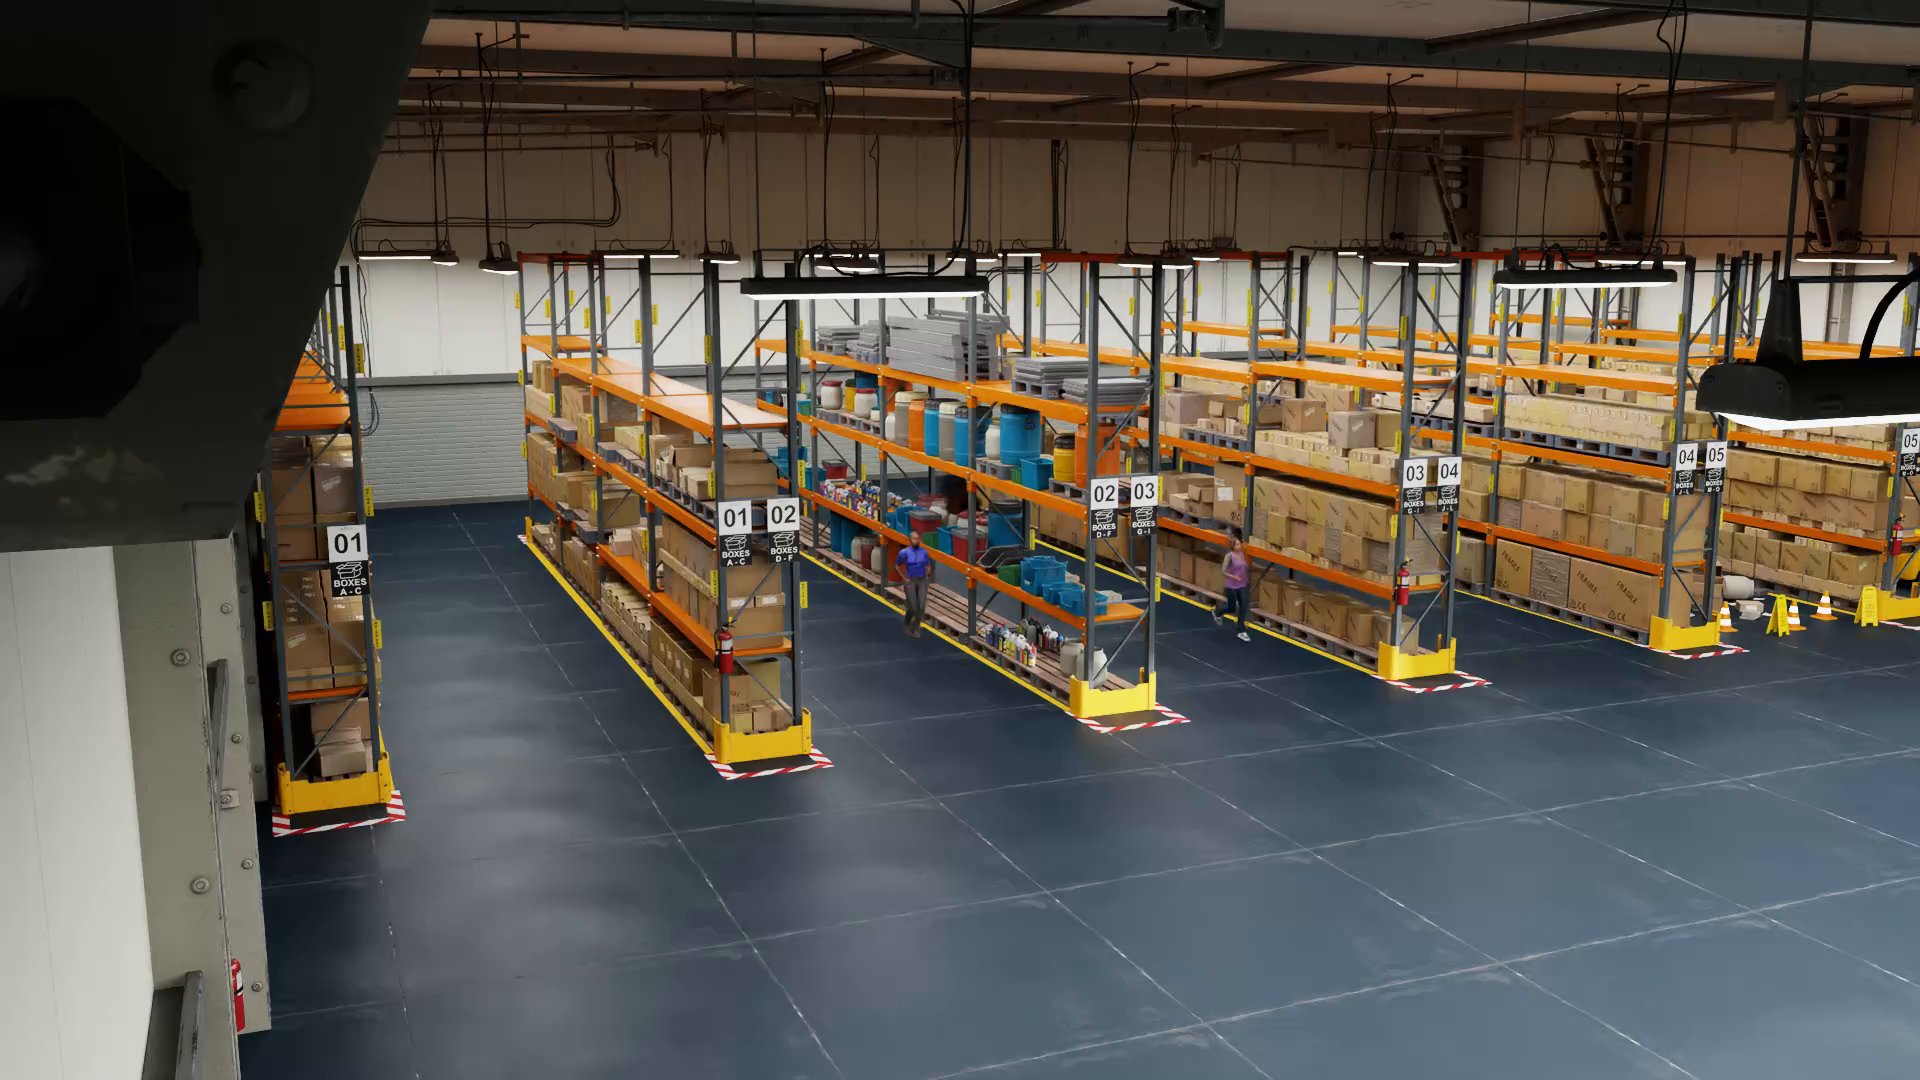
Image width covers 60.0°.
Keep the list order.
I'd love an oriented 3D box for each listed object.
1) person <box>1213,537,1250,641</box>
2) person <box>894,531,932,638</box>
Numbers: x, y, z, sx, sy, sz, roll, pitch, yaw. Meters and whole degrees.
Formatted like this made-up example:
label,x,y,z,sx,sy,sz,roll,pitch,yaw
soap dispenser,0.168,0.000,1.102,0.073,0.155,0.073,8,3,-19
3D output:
label,x,y,z,sx,sy,sz,roll,pitch,yaw
person,4.299,0.741,26.104,0.539,1.586,0.831,-6,12,-30
person,-0.664,0.690,25.192,0.571,1.633,0.537,-4,11,-22
